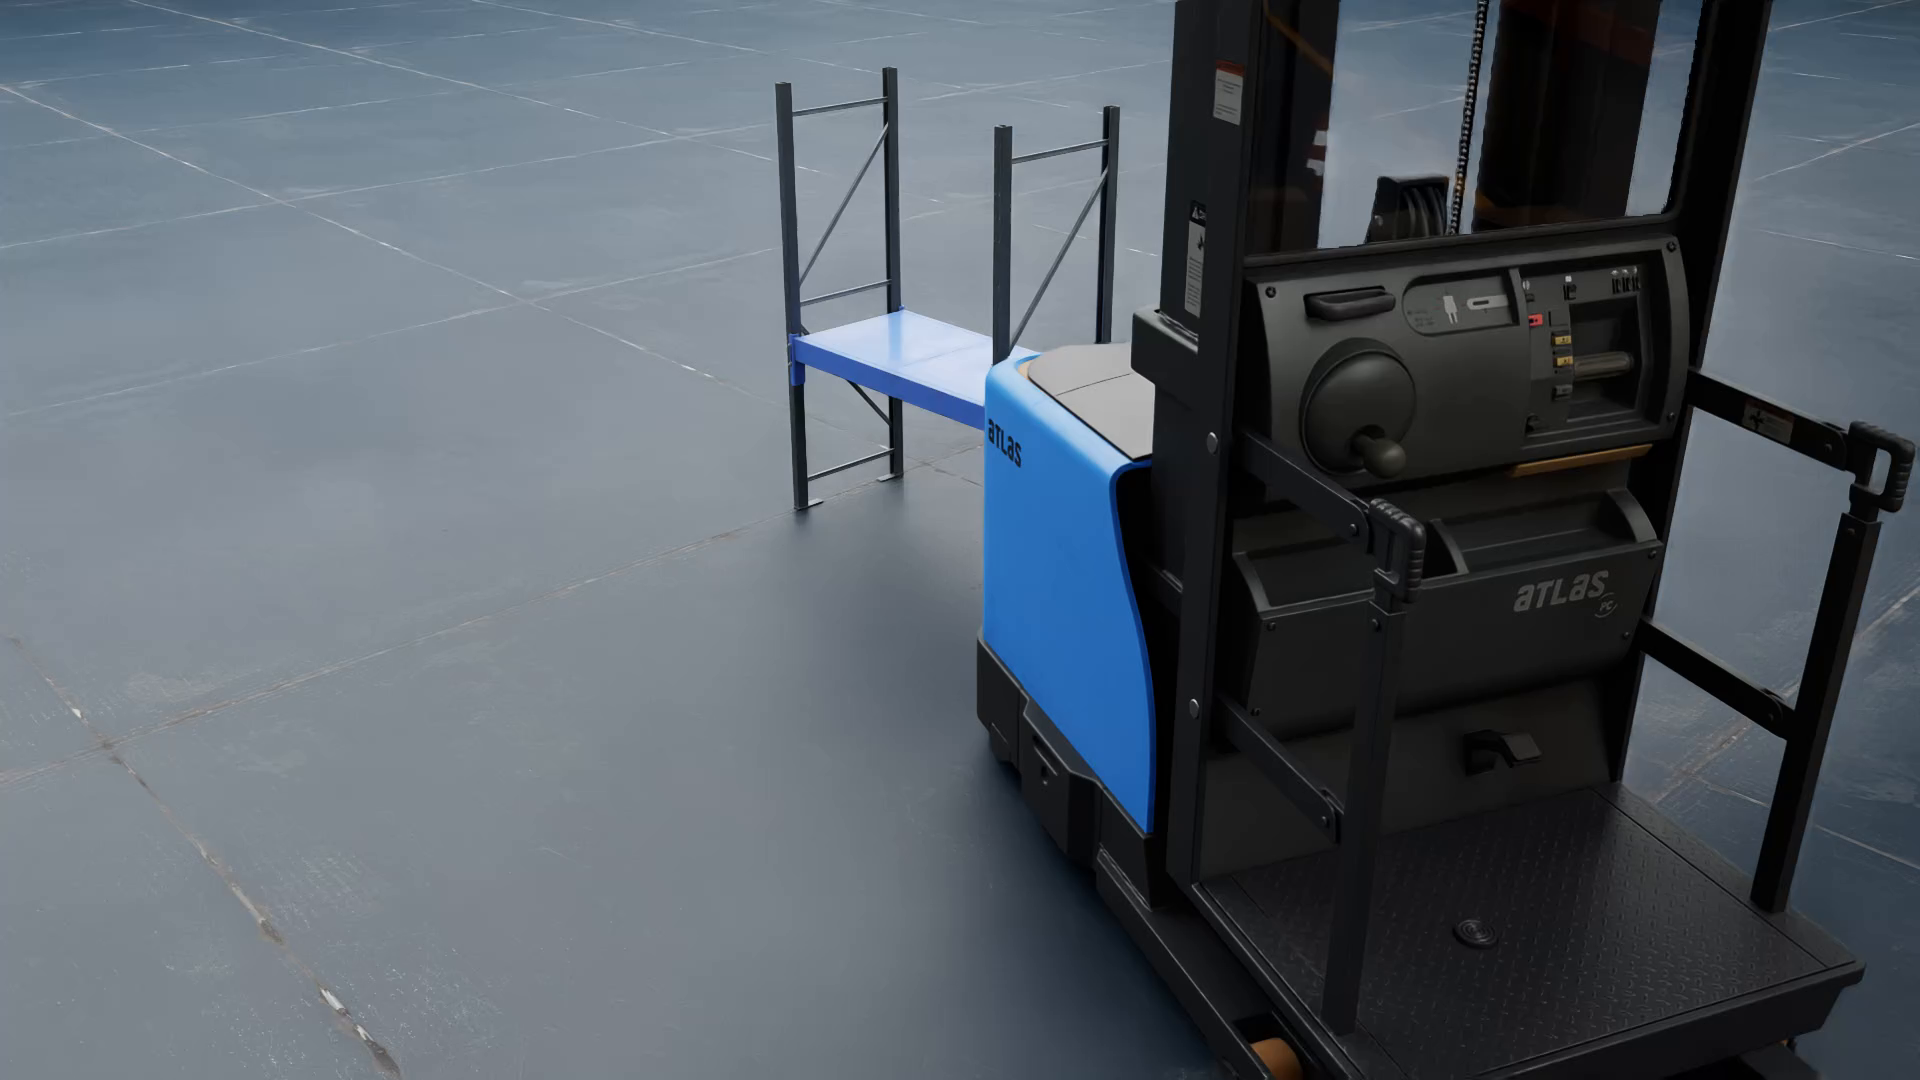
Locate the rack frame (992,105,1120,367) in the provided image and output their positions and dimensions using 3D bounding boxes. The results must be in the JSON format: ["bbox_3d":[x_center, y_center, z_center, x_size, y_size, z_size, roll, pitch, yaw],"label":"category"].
[{"bbox_3d":[0.289,-0.554,5.158,0.500,1.500,0.032,-21,32,-38],"label":"rack frame"}]

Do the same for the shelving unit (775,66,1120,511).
[{"bbox_3d":[-0.058,-0.708,5.495,0.538,1.500,1.048,-21,32,-38],"label":"shelving unit"}]

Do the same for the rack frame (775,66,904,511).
[{"bbox_3d":[-0.406,-0.862,5.833,0.500,1.500,0.032,-21,32,-38],"label":"rack frame"}]

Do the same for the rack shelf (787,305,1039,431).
[{"bbox_3d":[-0.058,-0.545,5.570,0.538,0.185,1.000,-21,32,-38],"label":"rack shelf"}]

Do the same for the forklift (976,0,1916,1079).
[{"bbox_3d":[1.042,-0.312,2.903,1.130,2.935,3.031,-9,26,-19],"label":"forklift"}]
